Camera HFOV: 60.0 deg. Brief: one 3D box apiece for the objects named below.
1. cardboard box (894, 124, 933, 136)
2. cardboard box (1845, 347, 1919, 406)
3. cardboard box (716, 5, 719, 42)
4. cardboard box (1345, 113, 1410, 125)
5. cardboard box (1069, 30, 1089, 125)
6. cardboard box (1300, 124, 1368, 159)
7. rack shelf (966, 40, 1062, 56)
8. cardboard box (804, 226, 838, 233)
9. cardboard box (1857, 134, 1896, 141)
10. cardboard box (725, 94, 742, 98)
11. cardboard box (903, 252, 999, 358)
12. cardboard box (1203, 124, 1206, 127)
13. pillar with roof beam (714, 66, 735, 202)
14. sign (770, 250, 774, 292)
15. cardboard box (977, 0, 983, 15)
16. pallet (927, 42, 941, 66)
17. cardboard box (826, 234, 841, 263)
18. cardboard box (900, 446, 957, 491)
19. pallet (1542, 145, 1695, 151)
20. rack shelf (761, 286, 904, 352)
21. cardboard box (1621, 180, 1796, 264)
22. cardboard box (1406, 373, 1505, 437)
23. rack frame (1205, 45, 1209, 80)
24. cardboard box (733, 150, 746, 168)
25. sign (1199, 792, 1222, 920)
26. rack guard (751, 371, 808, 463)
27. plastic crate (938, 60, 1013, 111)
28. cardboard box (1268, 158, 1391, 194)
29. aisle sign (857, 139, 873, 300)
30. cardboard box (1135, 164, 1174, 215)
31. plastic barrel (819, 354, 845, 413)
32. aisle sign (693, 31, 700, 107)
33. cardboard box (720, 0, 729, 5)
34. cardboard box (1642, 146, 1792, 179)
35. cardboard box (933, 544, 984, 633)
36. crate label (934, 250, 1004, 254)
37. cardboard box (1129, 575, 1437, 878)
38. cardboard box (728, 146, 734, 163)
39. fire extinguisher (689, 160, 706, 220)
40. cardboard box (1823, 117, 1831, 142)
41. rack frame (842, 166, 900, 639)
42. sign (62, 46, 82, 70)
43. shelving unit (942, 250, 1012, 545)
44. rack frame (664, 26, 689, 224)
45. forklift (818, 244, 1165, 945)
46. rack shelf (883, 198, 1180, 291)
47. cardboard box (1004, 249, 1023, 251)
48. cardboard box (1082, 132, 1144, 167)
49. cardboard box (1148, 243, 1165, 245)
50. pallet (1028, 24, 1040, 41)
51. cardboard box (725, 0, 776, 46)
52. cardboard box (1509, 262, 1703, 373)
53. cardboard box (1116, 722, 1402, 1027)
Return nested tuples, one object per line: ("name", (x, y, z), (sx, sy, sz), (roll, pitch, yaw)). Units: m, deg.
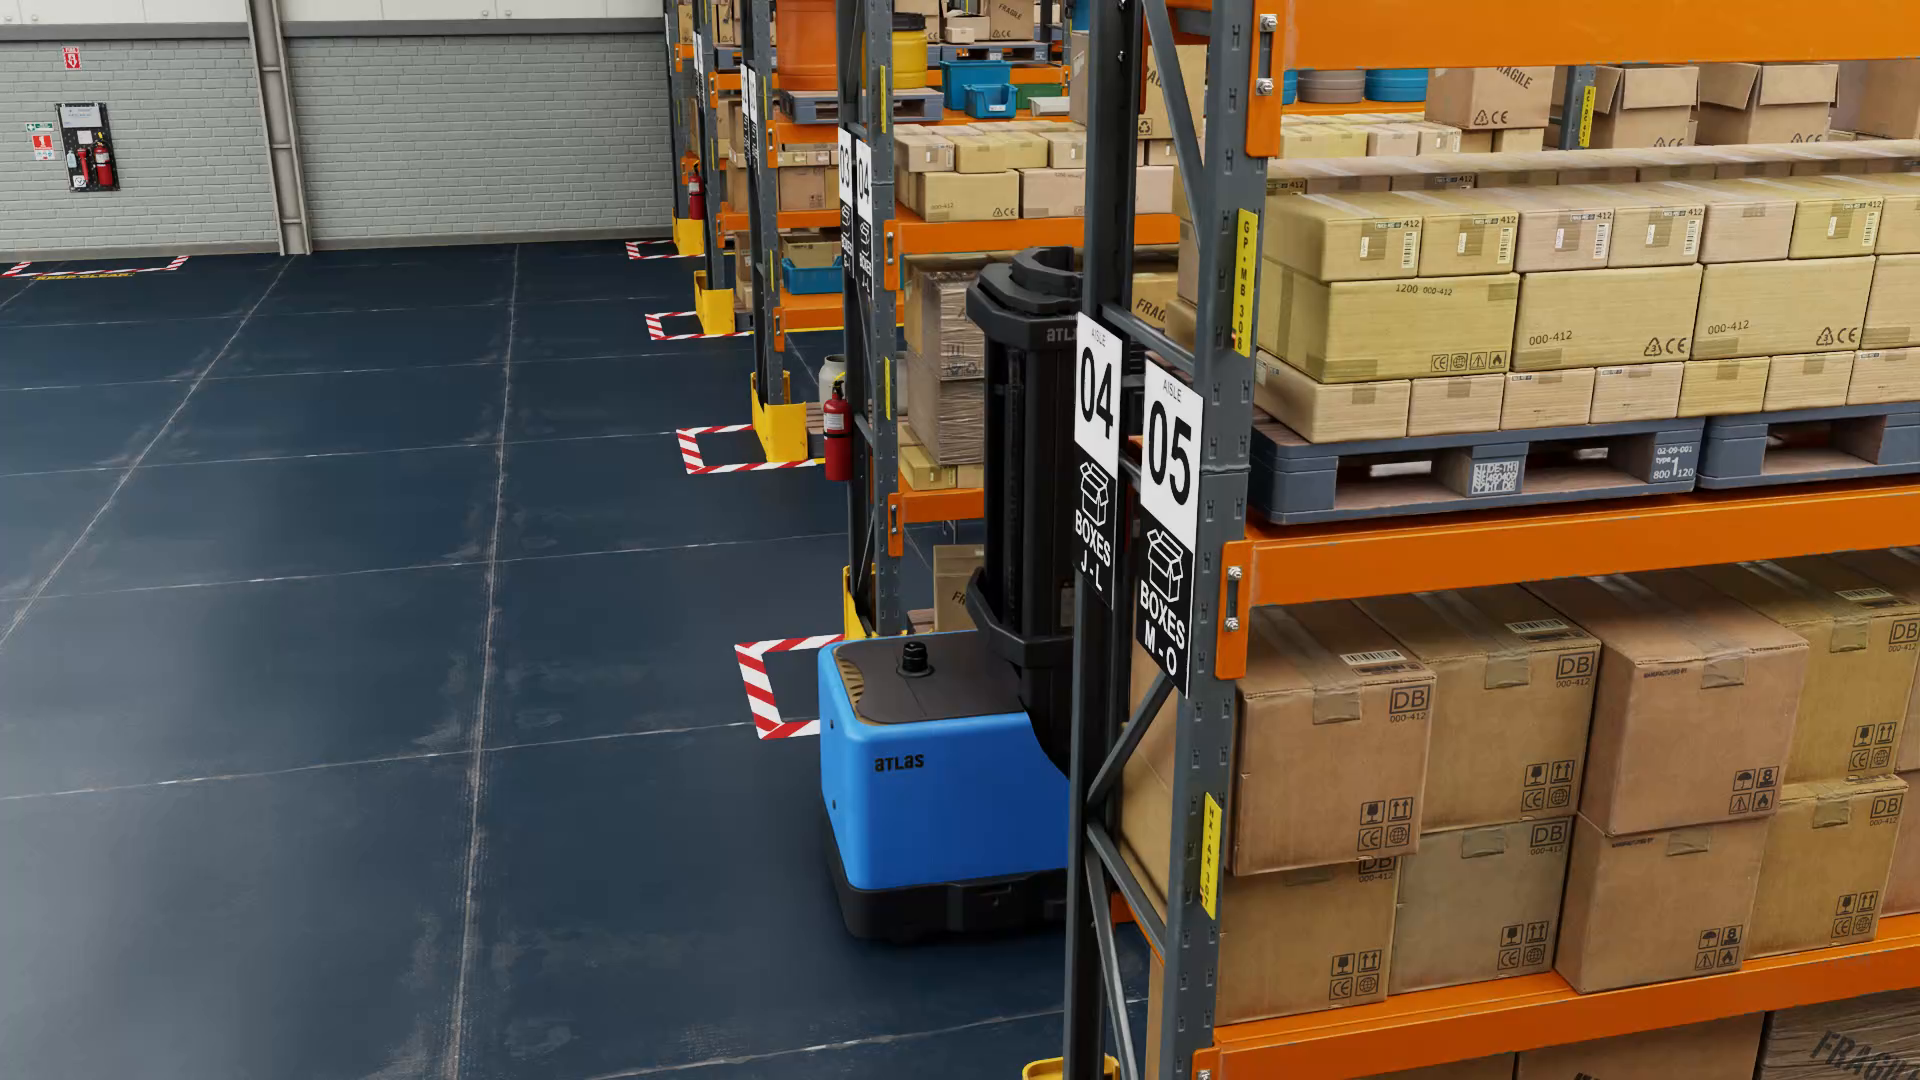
("cardboard box", (-0.315, -2.239, 9.342), (0.250, 0.149, 0.380), (-5, 21, -12))
("cardboard box", (2.413, -0.493, 4.549), (0.250, 0.149, 0.380), (-4, 21, -12))
("cardboard box", (-3.585, -7.144, 22.920), (0.500, 0.500, 0.500), (-3, 20, -9))
("cardboard box", (2.479, -2.448, 9.914), (0.250, 0.149, 0.380), (-5, 21, -12))
("cardboard box", (0.937, -2.624, 9.452), (0.500, 0.500, 0.500), (-5, 21, -12))
("cardboard box", (2.093, -2.241, 9.348), (0.250, 0.149, 0.380), (-4, 20, -10))
("rack shelf", (1.906, -7.107, 24.039), (4.000, 0.370, 1.077), (-5, 21, -12))
("cardboard box", (-1.958, -4.705, 23.792), (0.500, 0.500, 0.700), (-6, 21, -16))
("cardboard box", (5.897, -2.356, 10.242), (0.500, 0.250, 0.500), (-4, 21, -11))
("cardboard box", (-3.031, -5.997, 23.424), (0.500, 0.500, 0.500), (-4, 21, -12))
("cardboard box", (-0.035, -1.369, 9.660), (0.500, 0.500, 0.500), (-5, 21, -12))
("cardboard box", (1.230, -2.345, 9.634), (0.250, 0.149, 0.380), (-6, 21, -15))
("pillar with roof beam", (-2.460, -7.282, 19.111), (0.400, 9.000, 9.100), (-5, 21, -12))
("sign", (-1.531, -2.190, 13.531), (0.005, 0.325, 0.100), (-5, 21, -12))
("cardboard box", (0.510, -7.547, 23.439), (0.500, 0.500, 0.500), (-2, 20, -5))
("pallet", (-0.906, -5.415, 18.504), (1.213, 0.211, 1.003), (-5, 21, -12))
("cardboard box", (-1.246, -3.213, 19.023), (0.500, 0.500, 0.500), (-5, 21, -12))
("cardboard box", (-0.181, -0.412, 9.443), (0.250, 0.149, 0.380), (-5, 21, -12))
("pallet", (4.005, -2.237, 9.973), (1.003, 0.211, 1.213), (-5, 21, -12))
("rack shelf", (0.293, -2.065, 14.638), (4.000, 0.370, 1.077), (-5, 21, -12))
("cardboard box", (1.917, -0.828, 4.303), (0.250, 0.149, 0.380), (-5, 21, -13))
("cardboard box", (1.185, -0.394, 4.276), (0.250, 0.149, 0.380), (-4, 21, -12))
("rack frame", (2.240, -5.378, 13.914), (0.127, 3.000, 1.000), (-5, 21, -12))
("cardboard box", (-2.358, -4.214, 18.368), (0.250, 0.149, 0.380), (-5, 21, -13))
("sign", (0.652, 0.824, 4.331), (0.005, 0.325, 0.100), (-5, 21, -12))
("rack guard", (-1.590, -1.093, 14.571), (0.348, 0.500, 1.175), (-5, 21, -12))
("plastic crate", (0.133, -3.898, 14.256), (0.575, 0.384, 0.392), (-5, 21, -12))
("cardboard box", (1.023, -0.987, 4.738), (0.250, 0.149, 0.380), (-5, 21, -12))
("aisle sign", (-0.505, -1.702, 8.821), (0.004, 0.787, 0.394), (-5, 21, -12))
("cardboard box", (0.999, -1.957, 9.154), (0.500, 0.250, 0.500), (-5, 21, -13))
("plastic barrel", (-1.030, -1.352, 14.650), (0.421, 0.512, 0.421), (0, 20, 0))
("aisle sign", (-2.921, -5.217, 18.416), (0.004, 0.787, 0.394), (-5, 21, -12))
("cardboard box", (-3.002, -7.467, 22.350), (0.500, 0.500, 0.500), (-5, 21, -13))
("cardboard box", (2.264, -1.089, 5.015), (0.250, 0.149, 0.380), (-4, 21, -12))
("cardboard box", (0.098, 0.346, 10.033), (0.500, 0.500, 0.500), (-1, 20, -2))
("crate label", (0.076, -2.498, 14.721), (0.616, 0.435, 0.502), (-5, 21, -12))
("cardboard box", (0.900, 0.487, 4.835), (0.550, 0.550, 0.875), (-5, 21, -12))
("cardboard box", (-2.461, -4.349, 18.737), (0.250, 0.149, 0.380), (-5, 21, -13))
("fire extinguisher", (-3.011, -4.013, 19.021), (0.183, 0.674, 0.296), (-5, 21, -12))
("cardboard box", (5.181, -2.581, 10.369), (0.250, 0.166, 0.380), (-5, 21, -14))
("rack frame", (-0.513, -0.587, 9.556), (0.127, 3.000, 1.000), (-5, 21, -12))
("sign", (-11.734, -6.369, 21.972), (0.199, 0.298, 0.001), (-5, 21, -12))
("shelving unit", (0.161, -0.999, 11.989), (0.503, 2.100, 0.431), (-5, 21, -12))
("rack frame", (-3.933, -5.561, 23.135), (0.127, 3.000, 1.000), (-5, 21, -12))
("forklift", (0.888, 0.167, 7.598), (3.031, 2.935, 1.130), (-4, 21, -12))
("rack shelf", (1.433, -1.816, 9.596), (4.000, 0.370, 1.077), (-5, 21, -12))
("cardboard box", (0.580, -3.546, 19.931), (0.500, 0.500, 0.500), (-5, 21, -12))
("cardboard box", (0.819, -2.122, 9.023), (0.250, 0.149, 0.380), (-5, 21, -13))
("cardboard box", (2.555, -3.418, 19.856), (0.500, 0.311, 0.500), (-5, 21, -14))
("pallet", (0.585, -7.211, 23.552), (1.003, 0.211, 1.213), (-5, 21, -12))
("cardboard box", (-2.229, -5.667, 18.099), (0.637, 0.503, 0.797), (-3, 20, -9))
("cardboard box", (1.552, -0.633, 4.352), (0.500, 0.250, 0.500), (-5, 21, -13))
("cardboard box", (0.880, 0.966, 5.098), (0.550, 0.550, 0.875), (-5, 21, -12))
